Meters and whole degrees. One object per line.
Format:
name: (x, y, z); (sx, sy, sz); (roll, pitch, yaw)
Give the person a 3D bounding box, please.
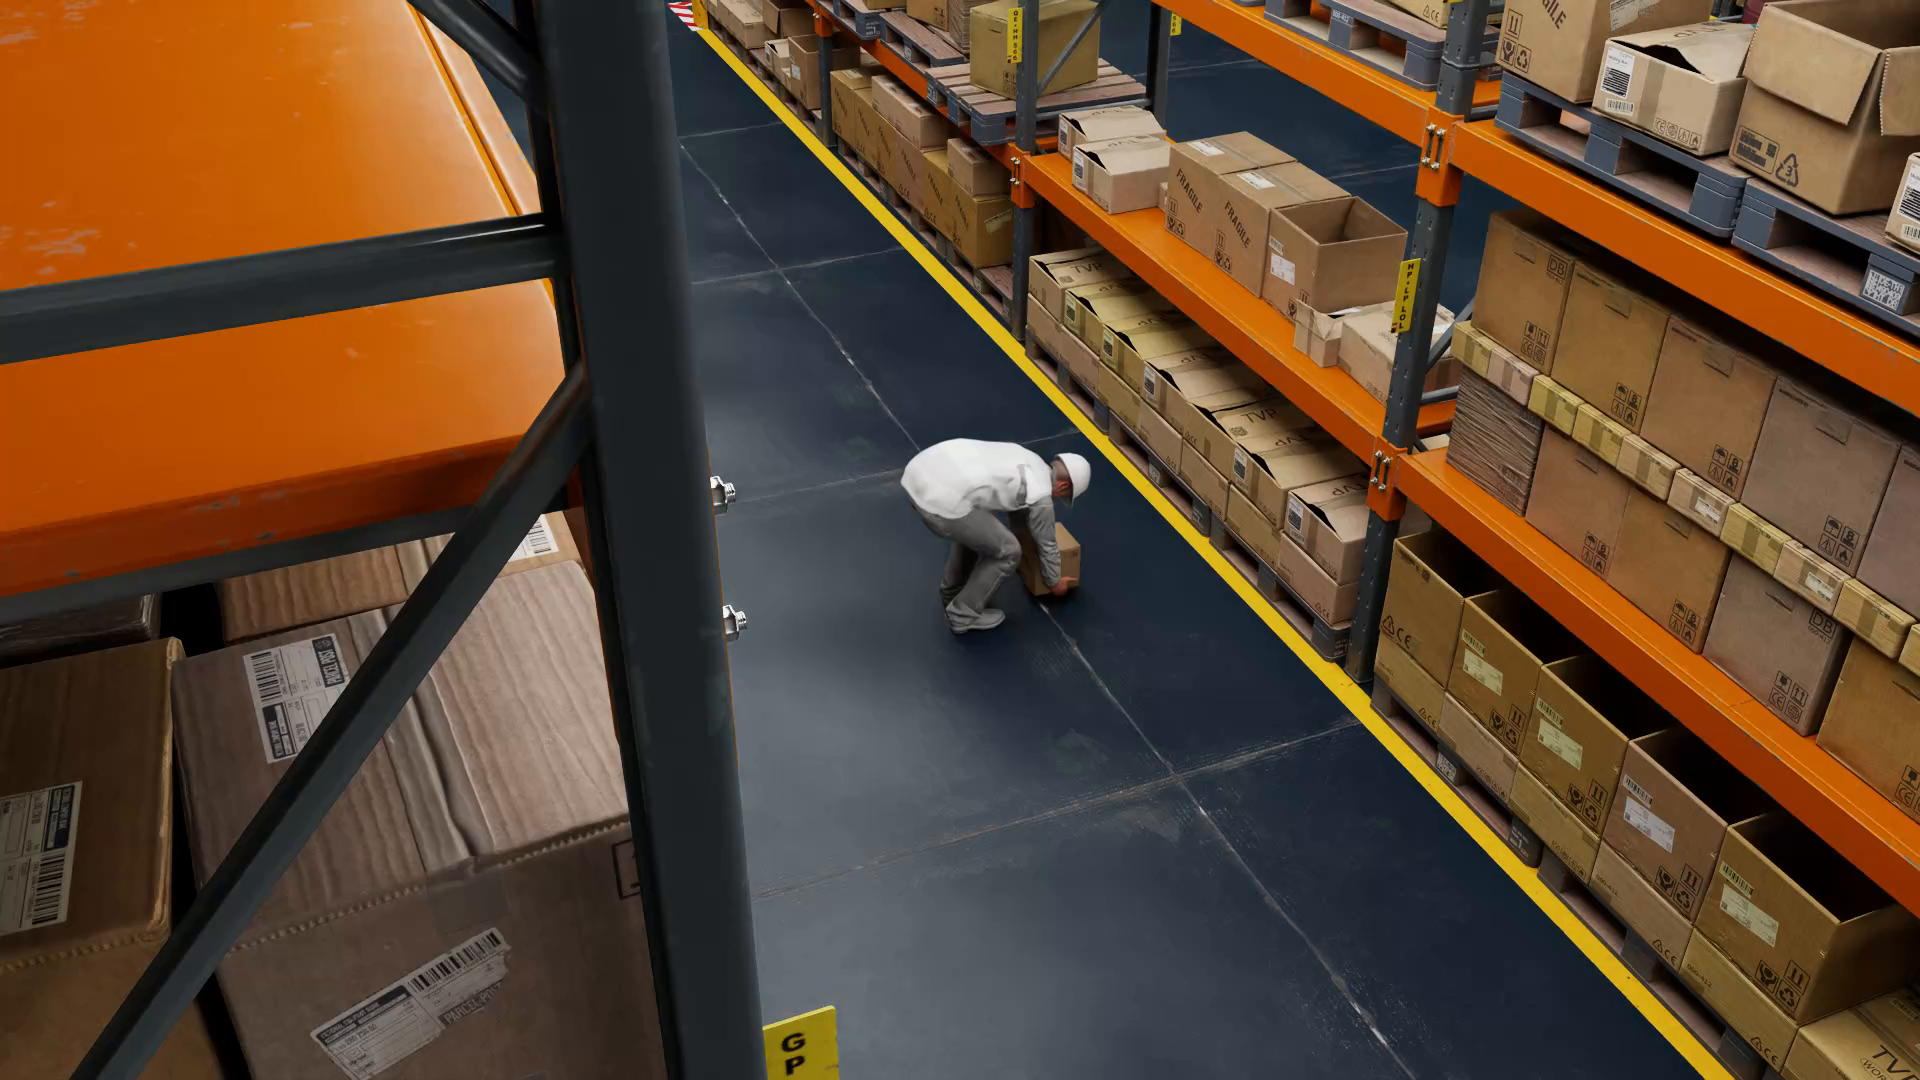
person: (0.210, -0.097, 8.353); (0.998, 1.001, 0.492); (-15, 36, -21)
